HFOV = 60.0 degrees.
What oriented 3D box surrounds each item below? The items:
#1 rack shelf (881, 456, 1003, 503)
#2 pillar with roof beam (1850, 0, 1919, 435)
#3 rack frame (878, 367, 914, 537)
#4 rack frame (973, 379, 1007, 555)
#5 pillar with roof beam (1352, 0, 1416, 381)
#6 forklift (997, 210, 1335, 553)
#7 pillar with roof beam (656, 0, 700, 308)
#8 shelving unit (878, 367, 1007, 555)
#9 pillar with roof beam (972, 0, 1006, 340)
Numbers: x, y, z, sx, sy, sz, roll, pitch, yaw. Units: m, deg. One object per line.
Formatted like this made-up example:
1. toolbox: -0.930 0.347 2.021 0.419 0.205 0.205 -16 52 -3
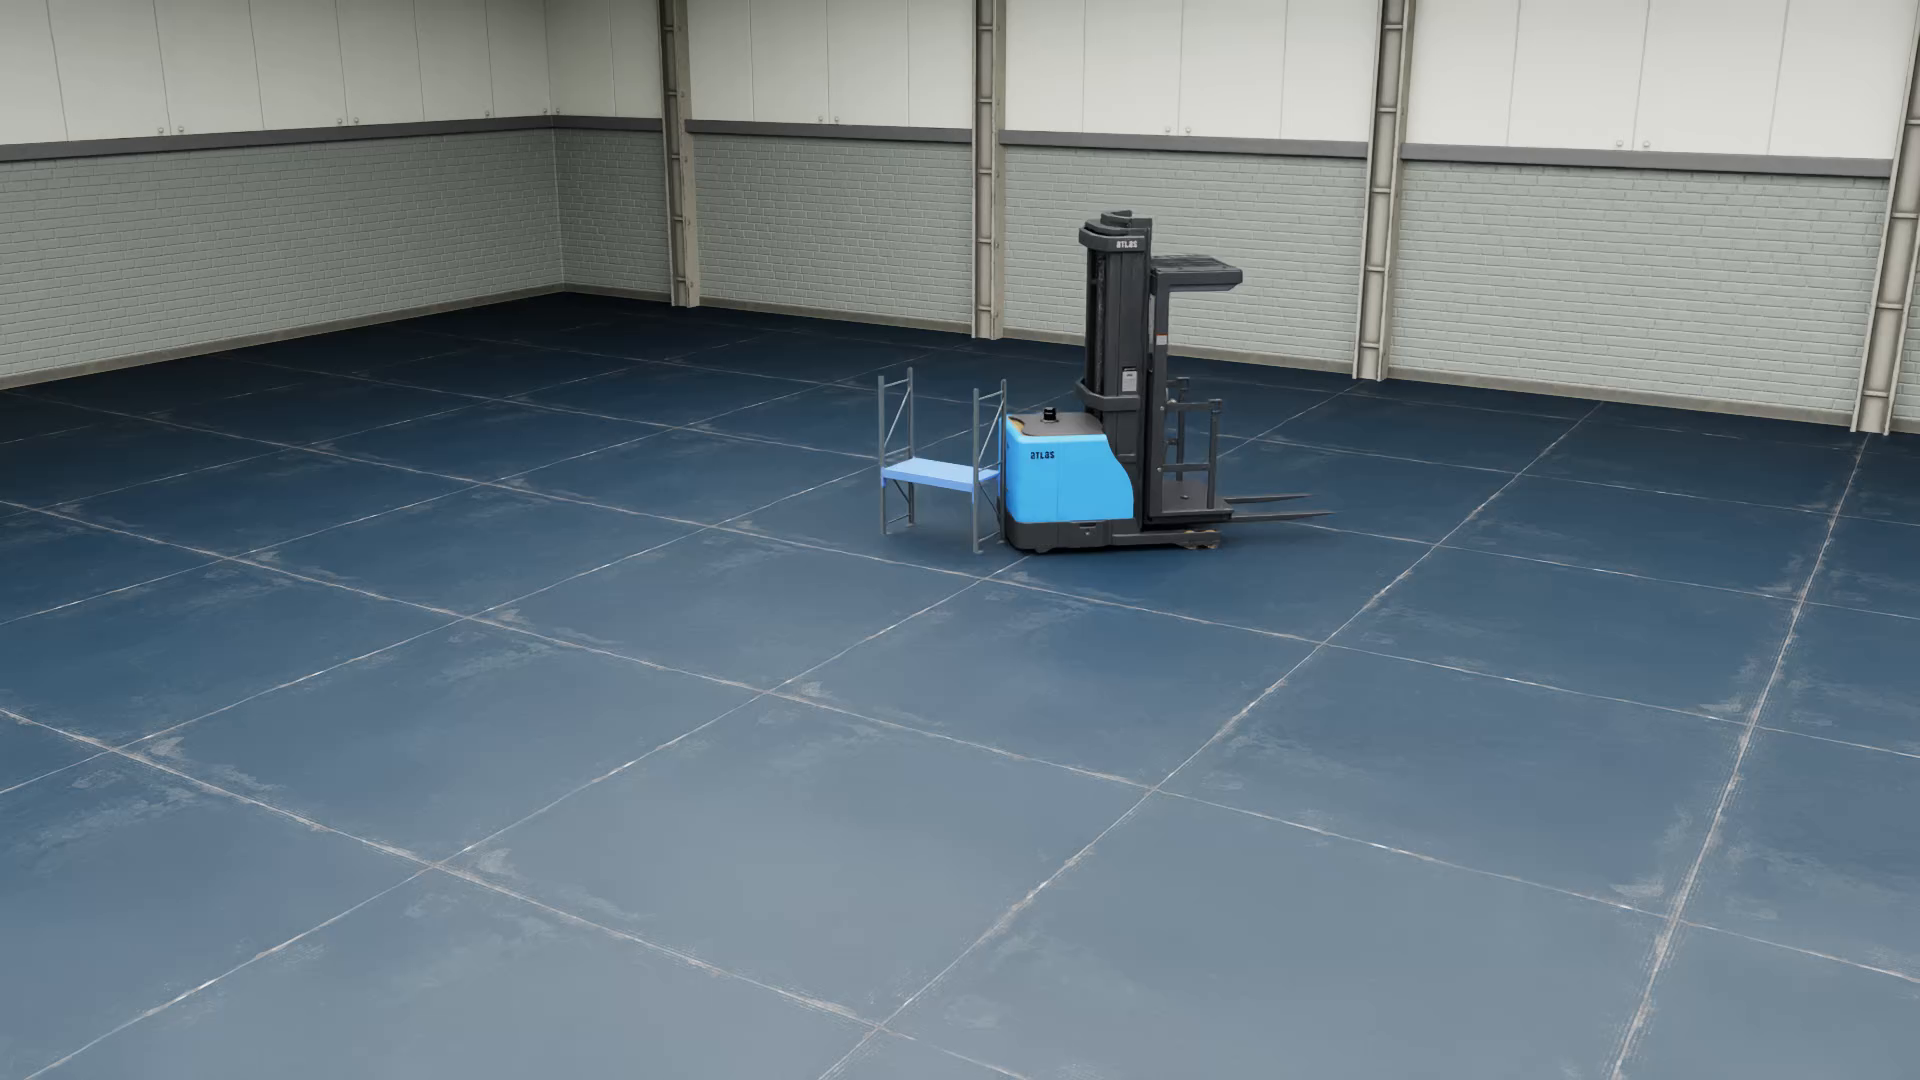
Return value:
1. rack shelf: -0.159 -0.557 15.124 1.000 0.185 0.538 11 20 32
2. pillar with roof beam: 8.396 -4.517 14.638 0.400 9.000 9.100 10 20 30
3. rack frame: -0.584 -0.811 15.338 0.032 1.500 0.500 11 20 32
4. rack frame: 0.266 -0.649 14.805 0.032 1.500 0.500 11 20 32
5. pillar with roof beam: 3.284 -5.430 17.643 0.400 9.000 9.100 10 20 30
6. forklift: 1.910 -1.468 15.040 3.031 2.935 1.130 -3 17 -9
7. pillar with roof beam: -6.942 -7.255 23.652 0.400 9.000 9.100 10 20 30
8. shelving unit: -0.159 -0.730 15.071 1.048 1.500 0.538 11 20 32
9. pillar with roof beam: -1.829 -6.343 20.647 0.400 9.000 9.100 10 20 30
